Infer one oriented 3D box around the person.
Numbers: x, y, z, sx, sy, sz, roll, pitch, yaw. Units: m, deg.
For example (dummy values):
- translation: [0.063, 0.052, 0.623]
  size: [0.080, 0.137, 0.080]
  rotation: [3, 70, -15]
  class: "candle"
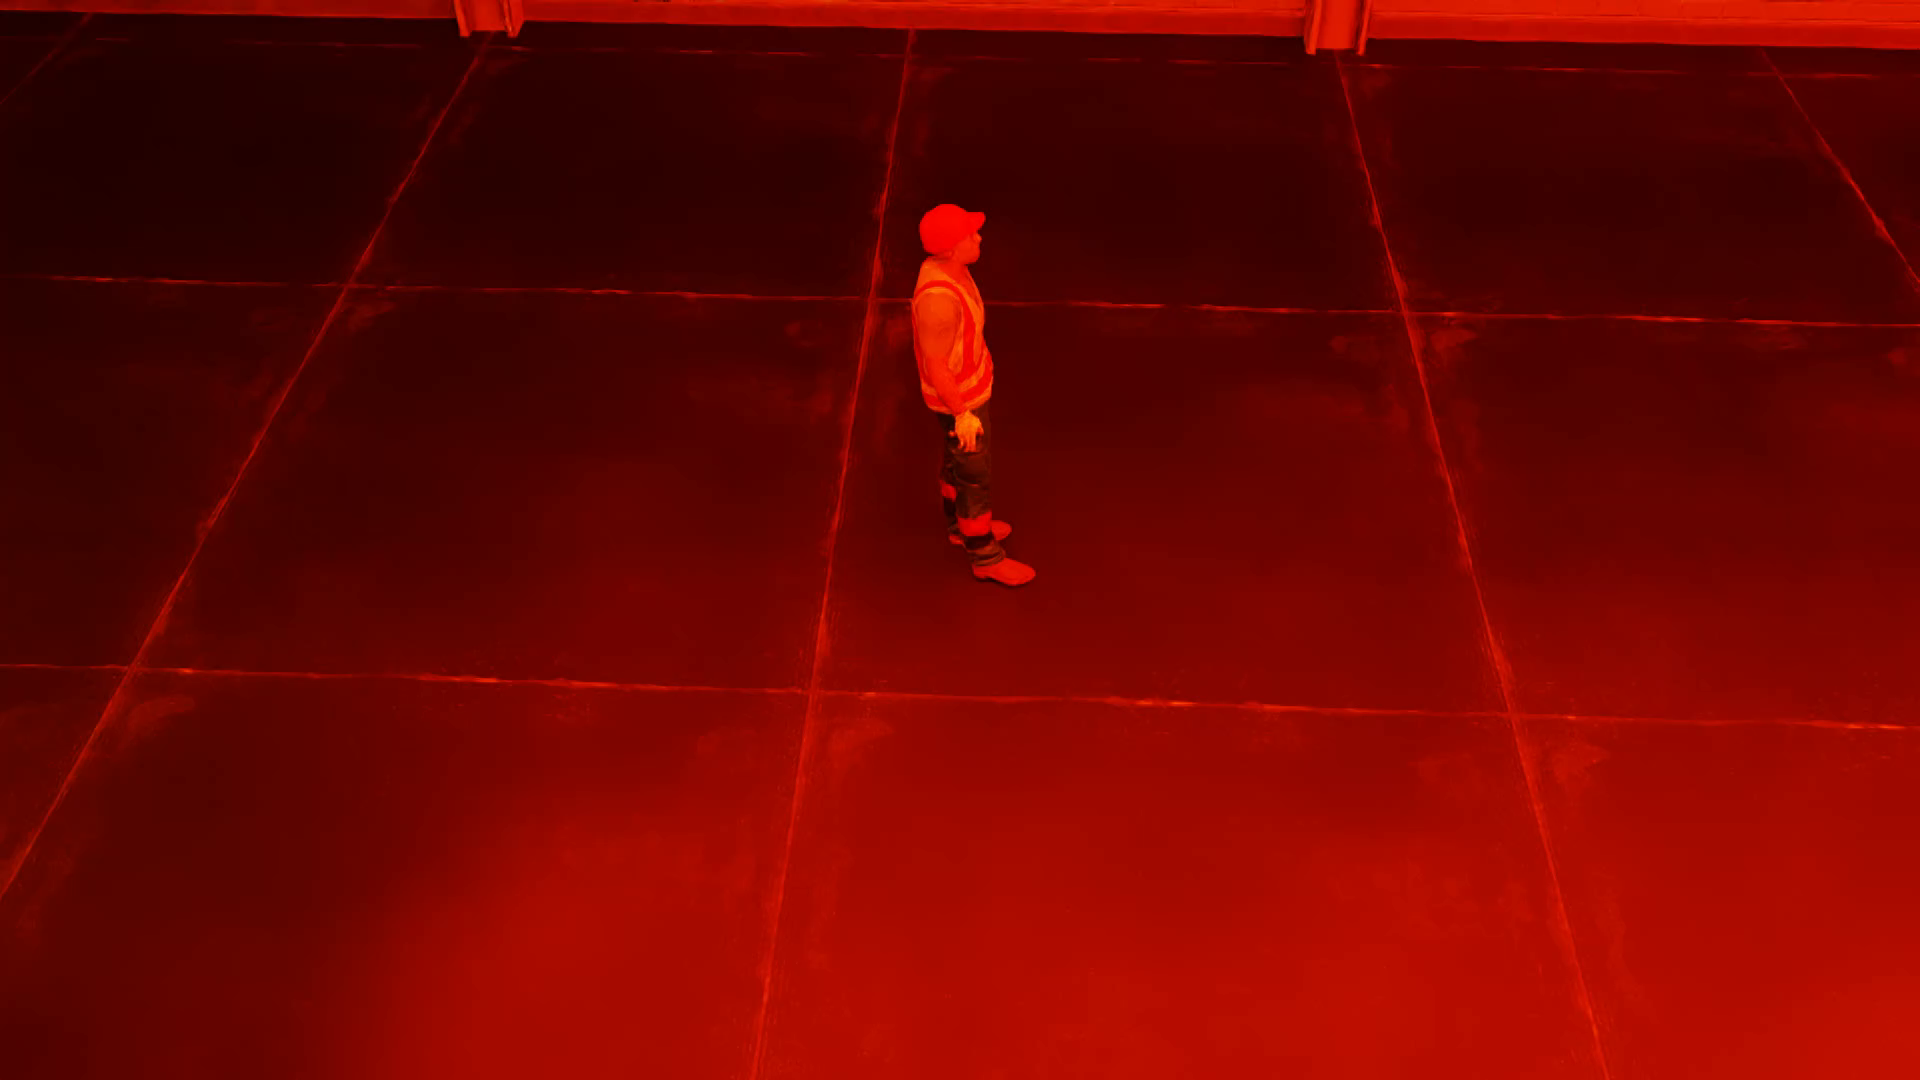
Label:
- translation: [0.080, -0.656, 7.297]
  size: [0.563, 1.787, 0.637]
  rotation: [2, 42, 2]
  class: "person"
